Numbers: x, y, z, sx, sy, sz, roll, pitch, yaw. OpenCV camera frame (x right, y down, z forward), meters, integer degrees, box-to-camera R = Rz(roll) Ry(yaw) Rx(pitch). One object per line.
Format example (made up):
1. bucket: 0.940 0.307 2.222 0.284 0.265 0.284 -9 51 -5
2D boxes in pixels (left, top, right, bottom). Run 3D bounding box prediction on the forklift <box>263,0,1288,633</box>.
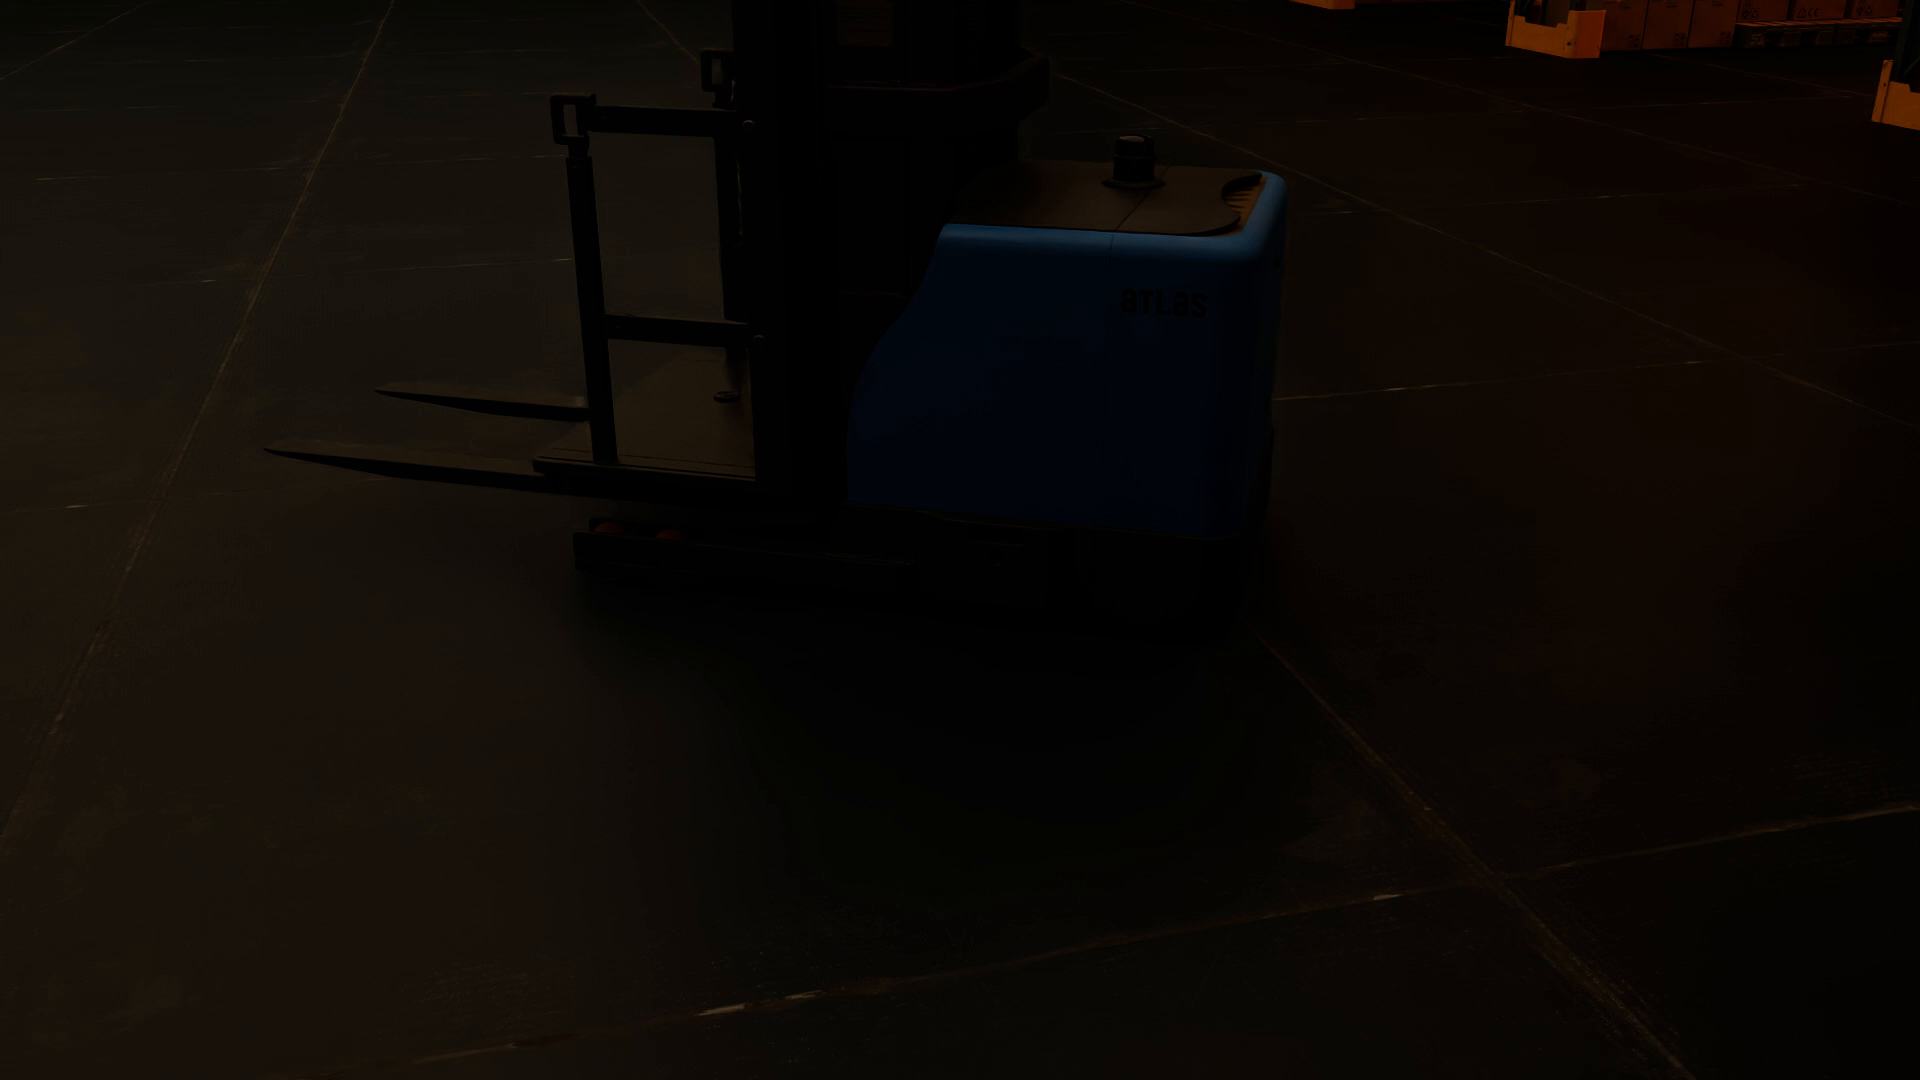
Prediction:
1. forklift: -0.612 -1.403 4.607 3.031 2.935 1.130 6 24 13
